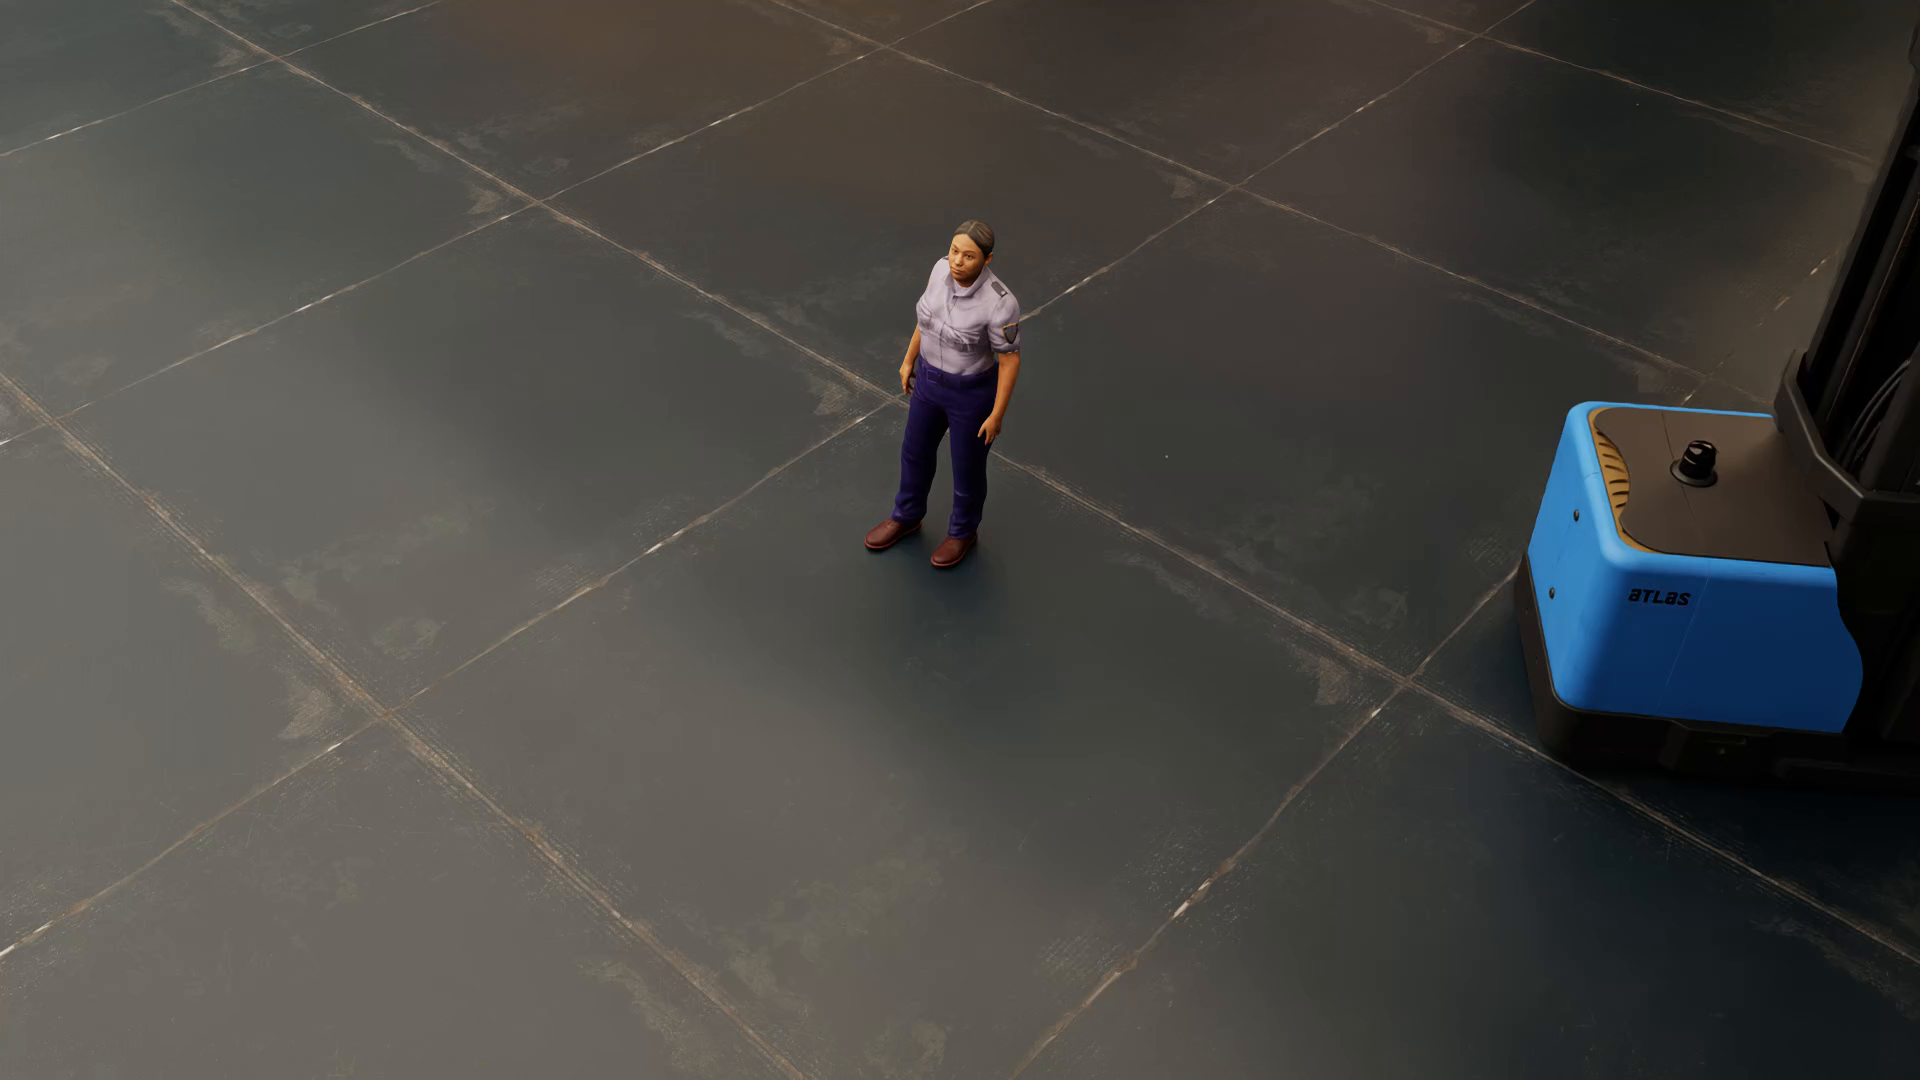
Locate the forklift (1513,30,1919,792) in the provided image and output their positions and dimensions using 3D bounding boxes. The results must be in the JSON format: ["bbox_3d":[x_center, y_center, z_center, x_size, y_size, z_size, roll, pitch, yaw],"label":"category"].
[{"bbox_3d":[3.876,-0.430,5.930,3.031,2.935,1.130,5,41,6],"label":"forklift"}]

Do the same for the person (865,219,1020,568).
[{"bbox_3d":[-0.078,-0.593,7.103,0.598,1.641,0.501,31,49,31],"label":"person"}]
